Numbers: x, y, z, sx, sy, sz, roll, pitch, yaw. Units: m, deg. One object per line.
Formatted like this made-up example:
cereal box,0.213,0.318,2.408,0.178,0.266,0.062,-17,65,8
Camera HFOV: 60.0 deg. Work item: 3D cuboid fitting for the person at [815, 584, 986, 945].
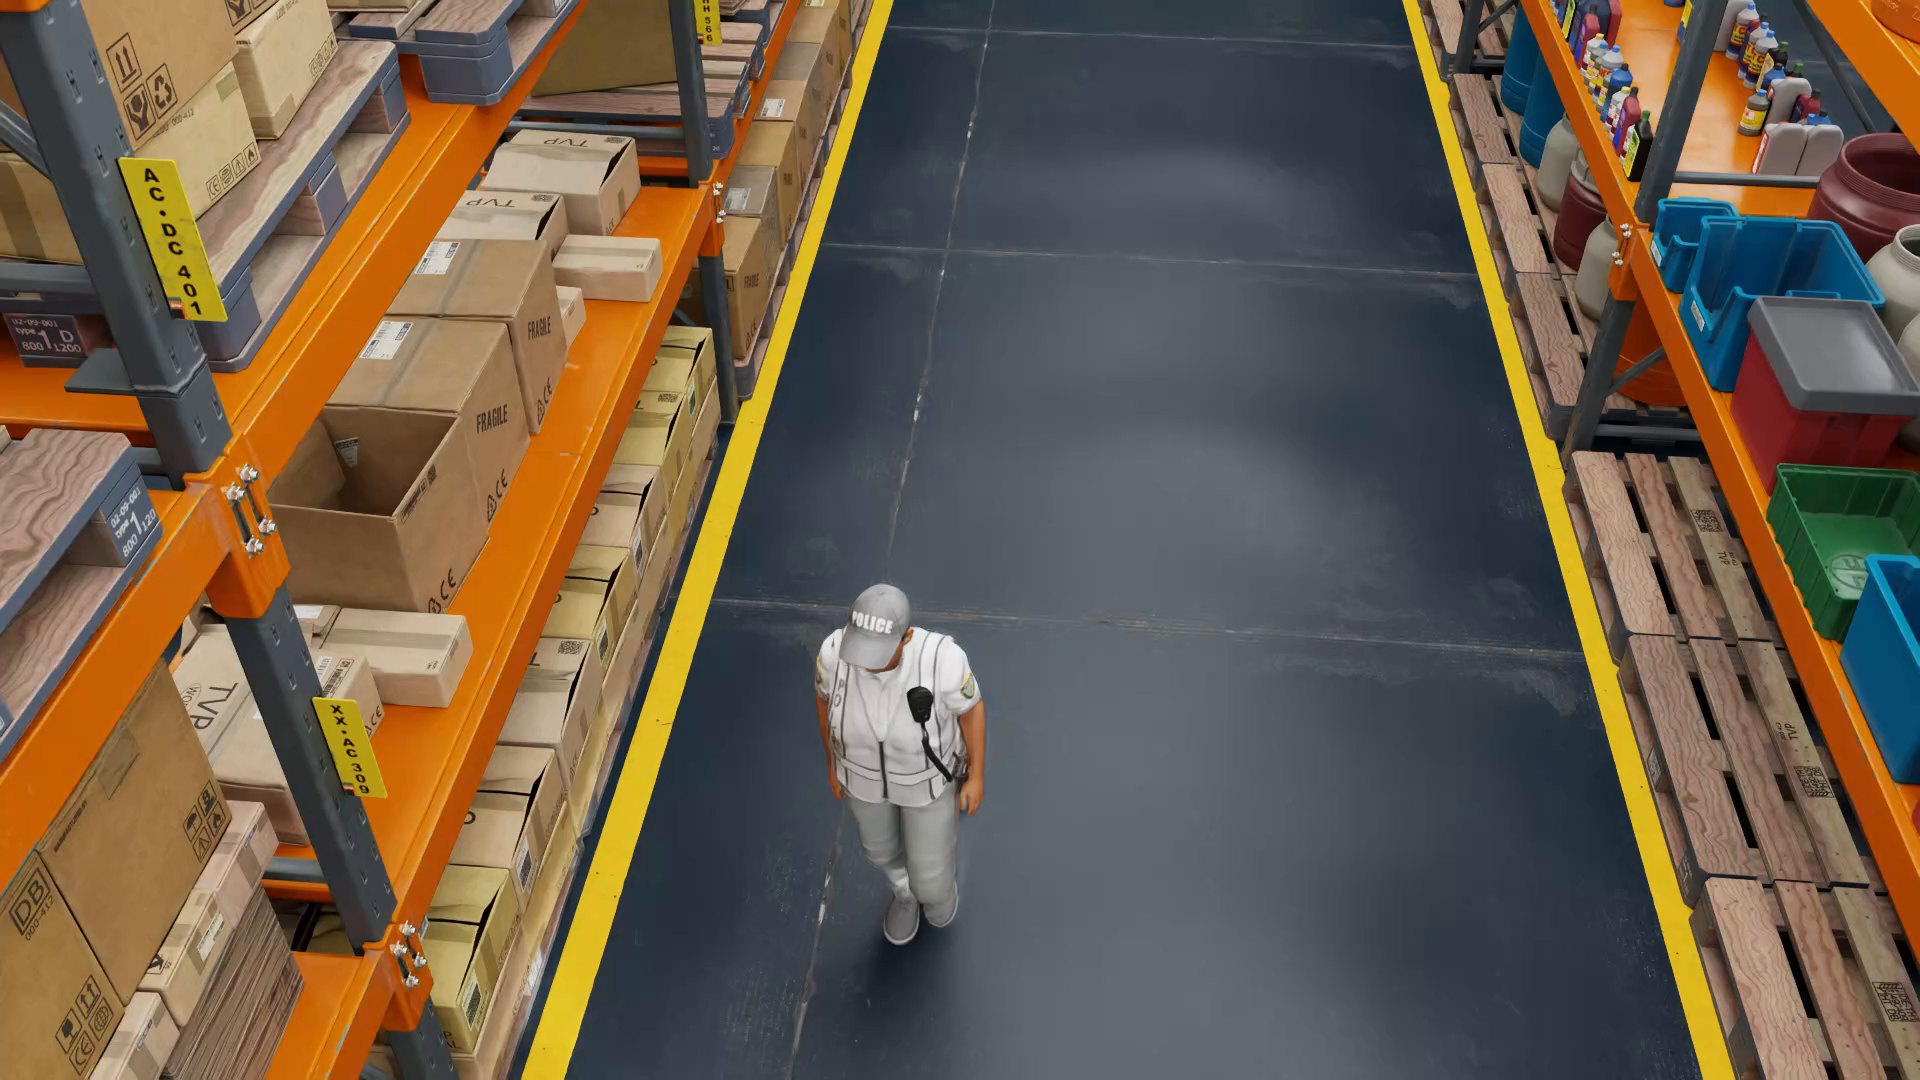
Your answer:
person,-0.193,0.742,5.279,0.546,1.651,0.482,8,41,9
